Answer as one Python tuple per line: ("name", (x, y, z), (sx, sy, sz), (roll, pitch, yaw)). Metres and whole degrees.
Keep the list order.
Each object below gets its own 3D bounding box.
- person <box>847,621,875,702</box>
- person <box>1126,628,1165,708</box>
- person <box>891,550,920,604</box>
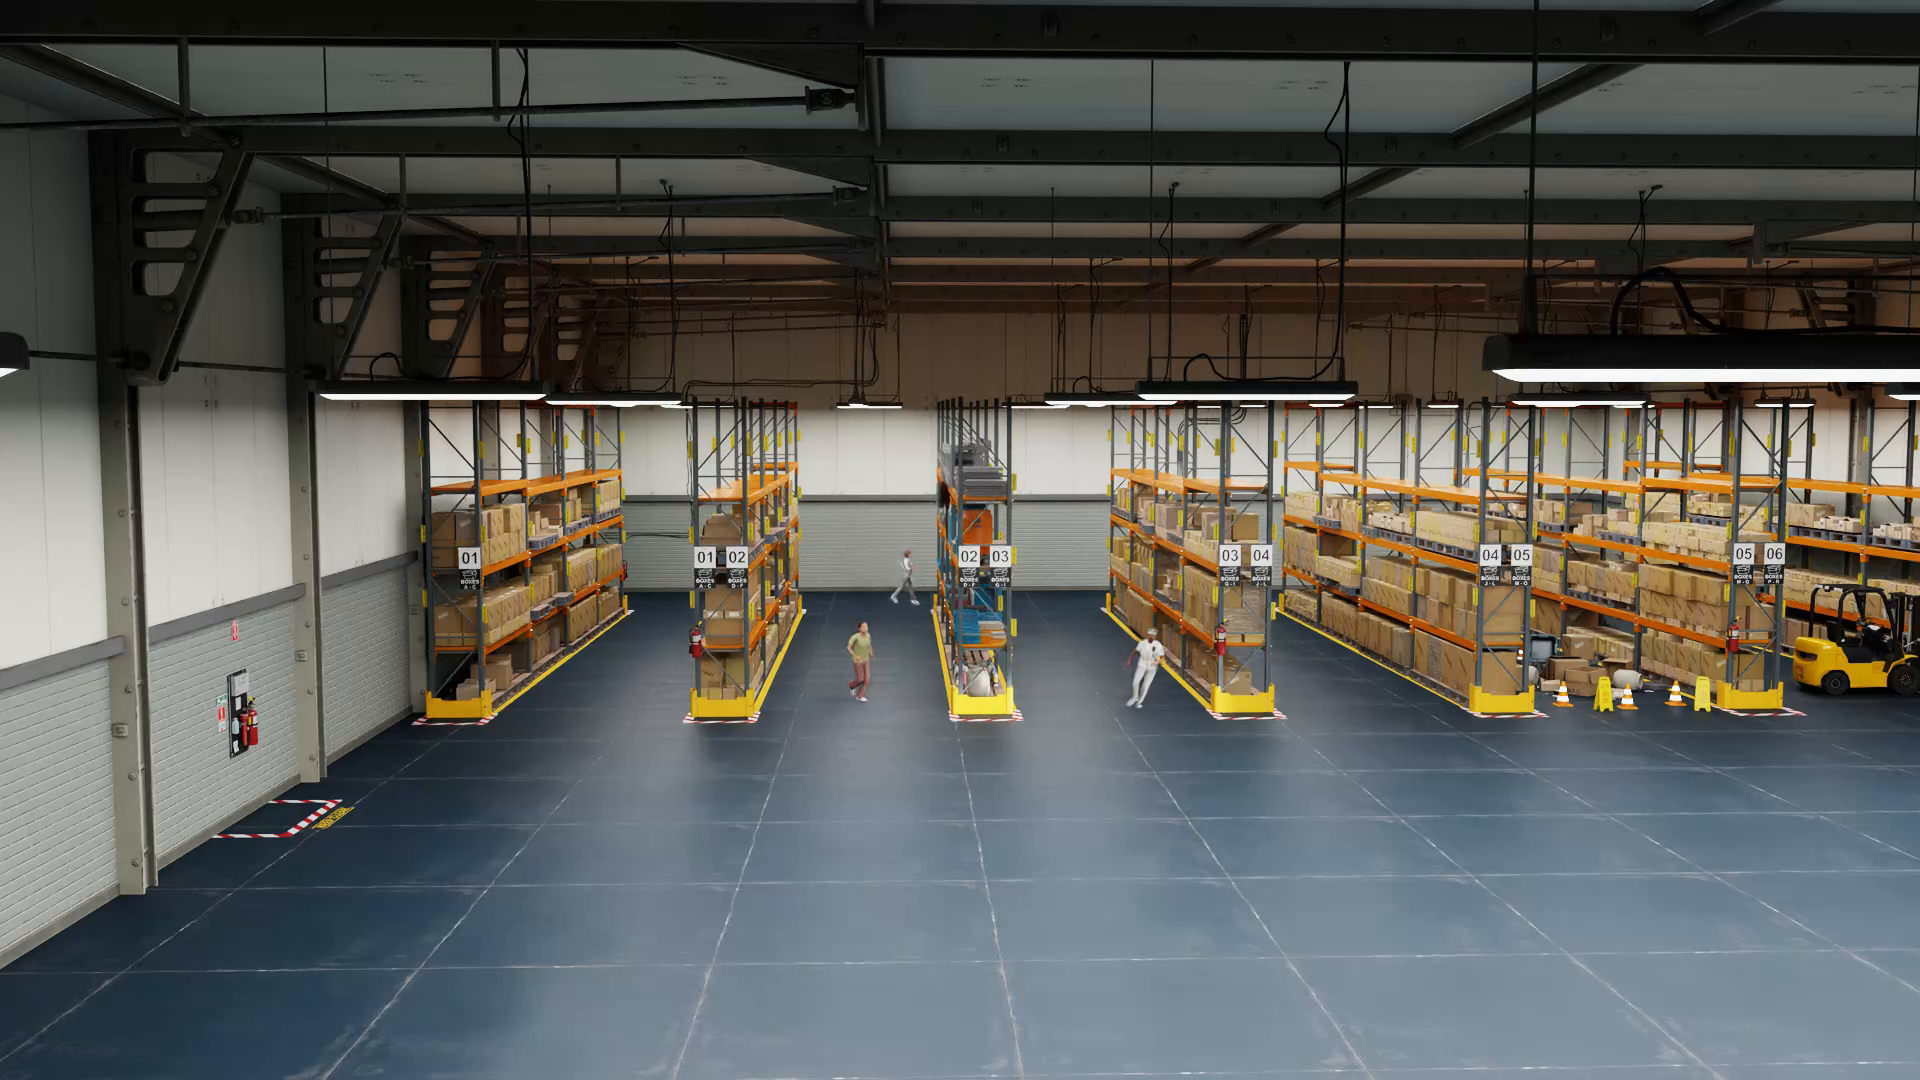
("person", (-2.004, 2.387, 32.945), (0.582, 1.604, 0.593), (-3, 5, -35))
("person", (3.564, 2.469, 32.022), (0.765, 1.580, 0.627), (1, 4, 9))
("person", (-1.621, 1.152, 49.186), (0.861, 1.508, 0.542), (1, 4, 9))
